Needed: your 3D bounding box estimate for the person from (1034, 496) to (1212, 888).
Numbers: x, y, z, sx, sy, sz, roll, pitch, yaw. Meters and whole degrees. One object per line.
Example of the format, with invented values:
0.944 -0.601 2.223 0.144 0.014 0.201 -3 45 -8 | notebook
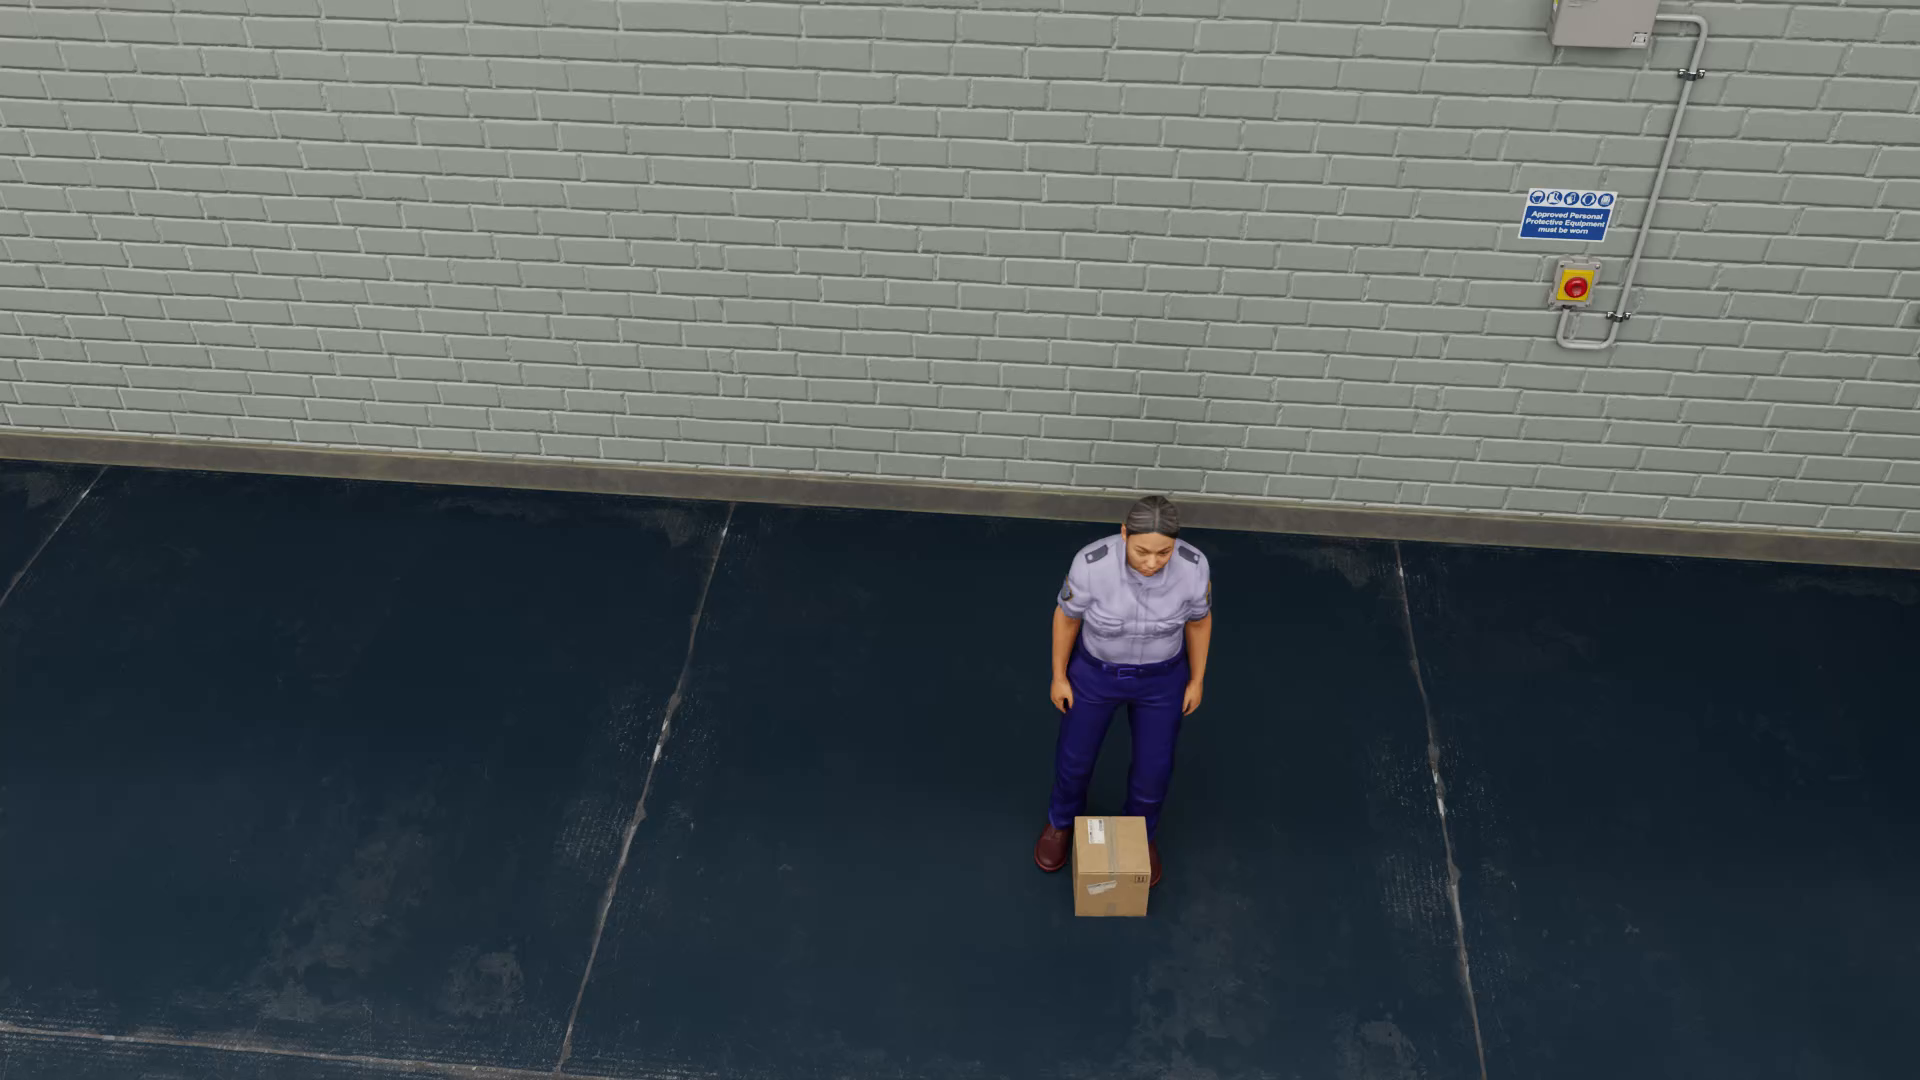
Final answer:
0.551 0.489 5.589 0.557 1.647 0.425 1 40 1 | person
